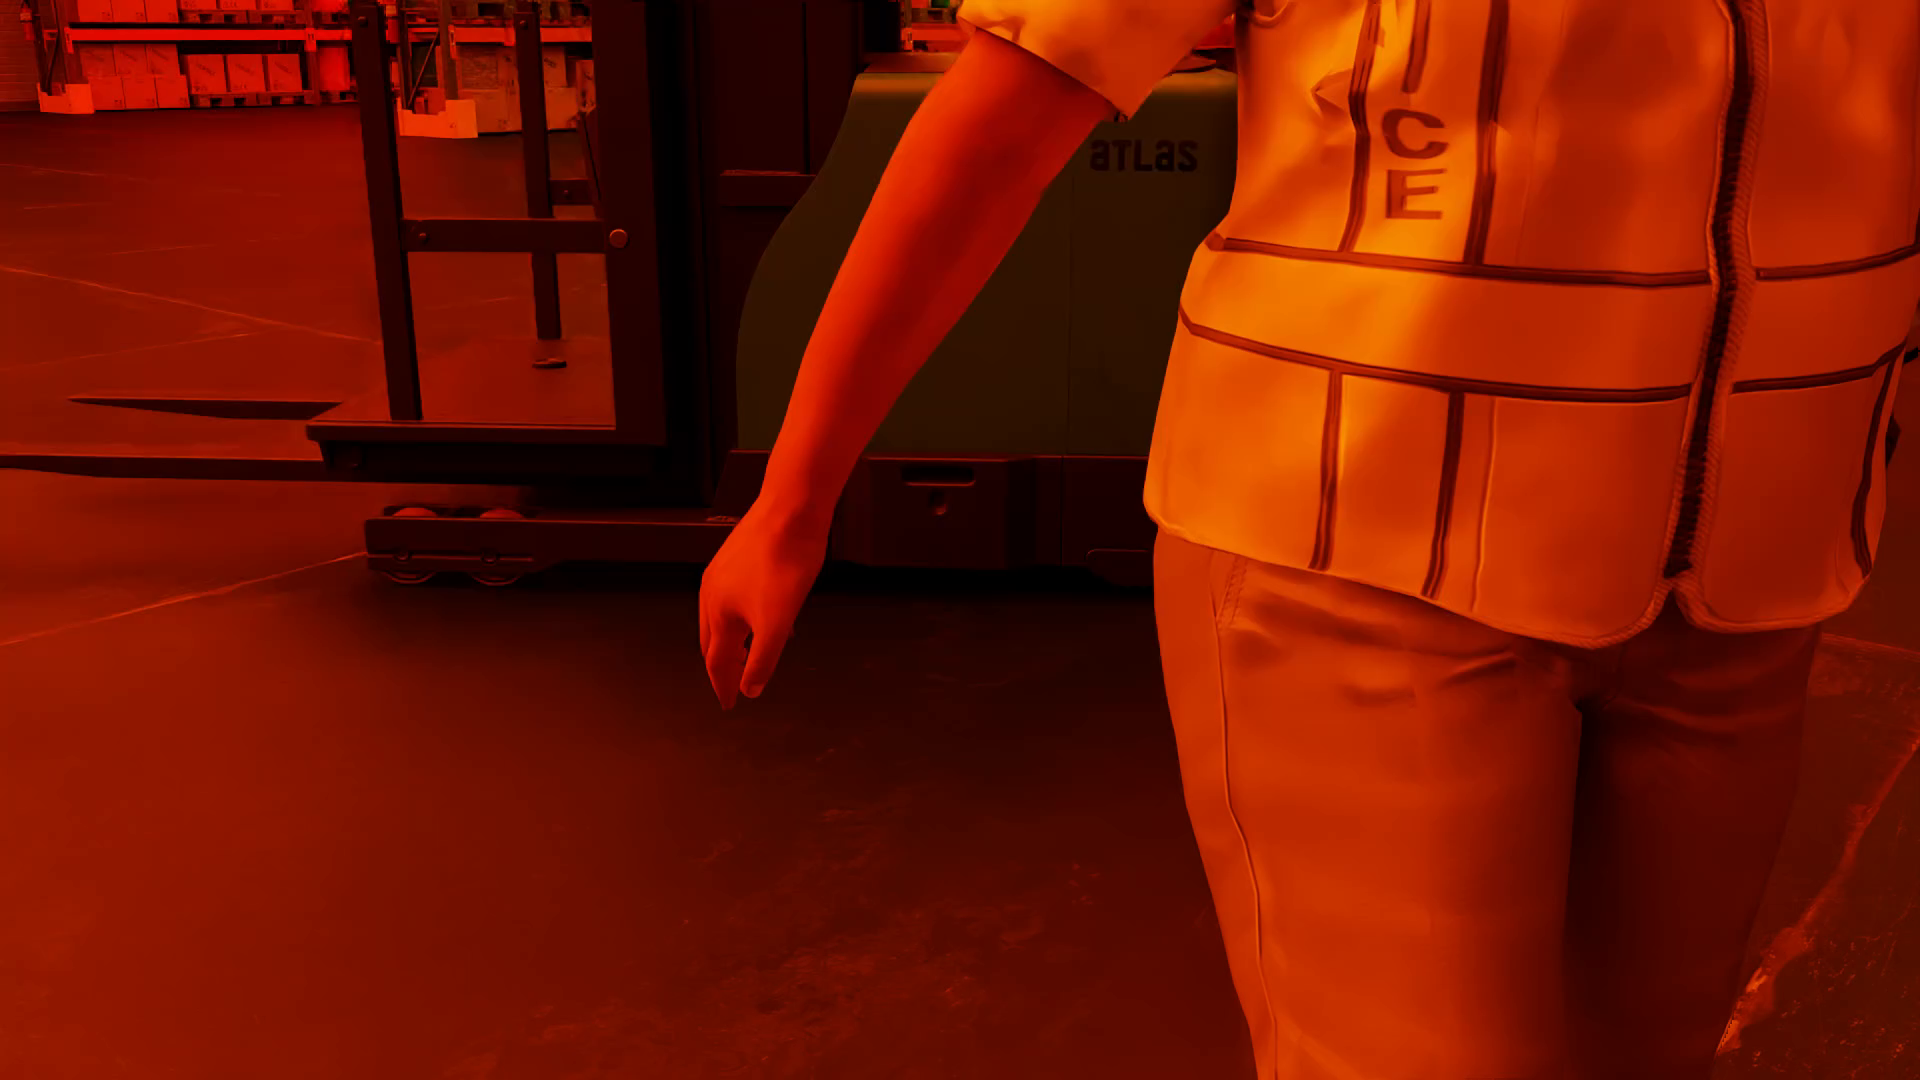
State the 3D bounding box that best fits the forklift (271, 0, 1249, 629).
[{"bbox_3d":[-0.583,-1.539,3.965,3.031,2.935,1.130,11,20,33],"label":"forklift"}]
